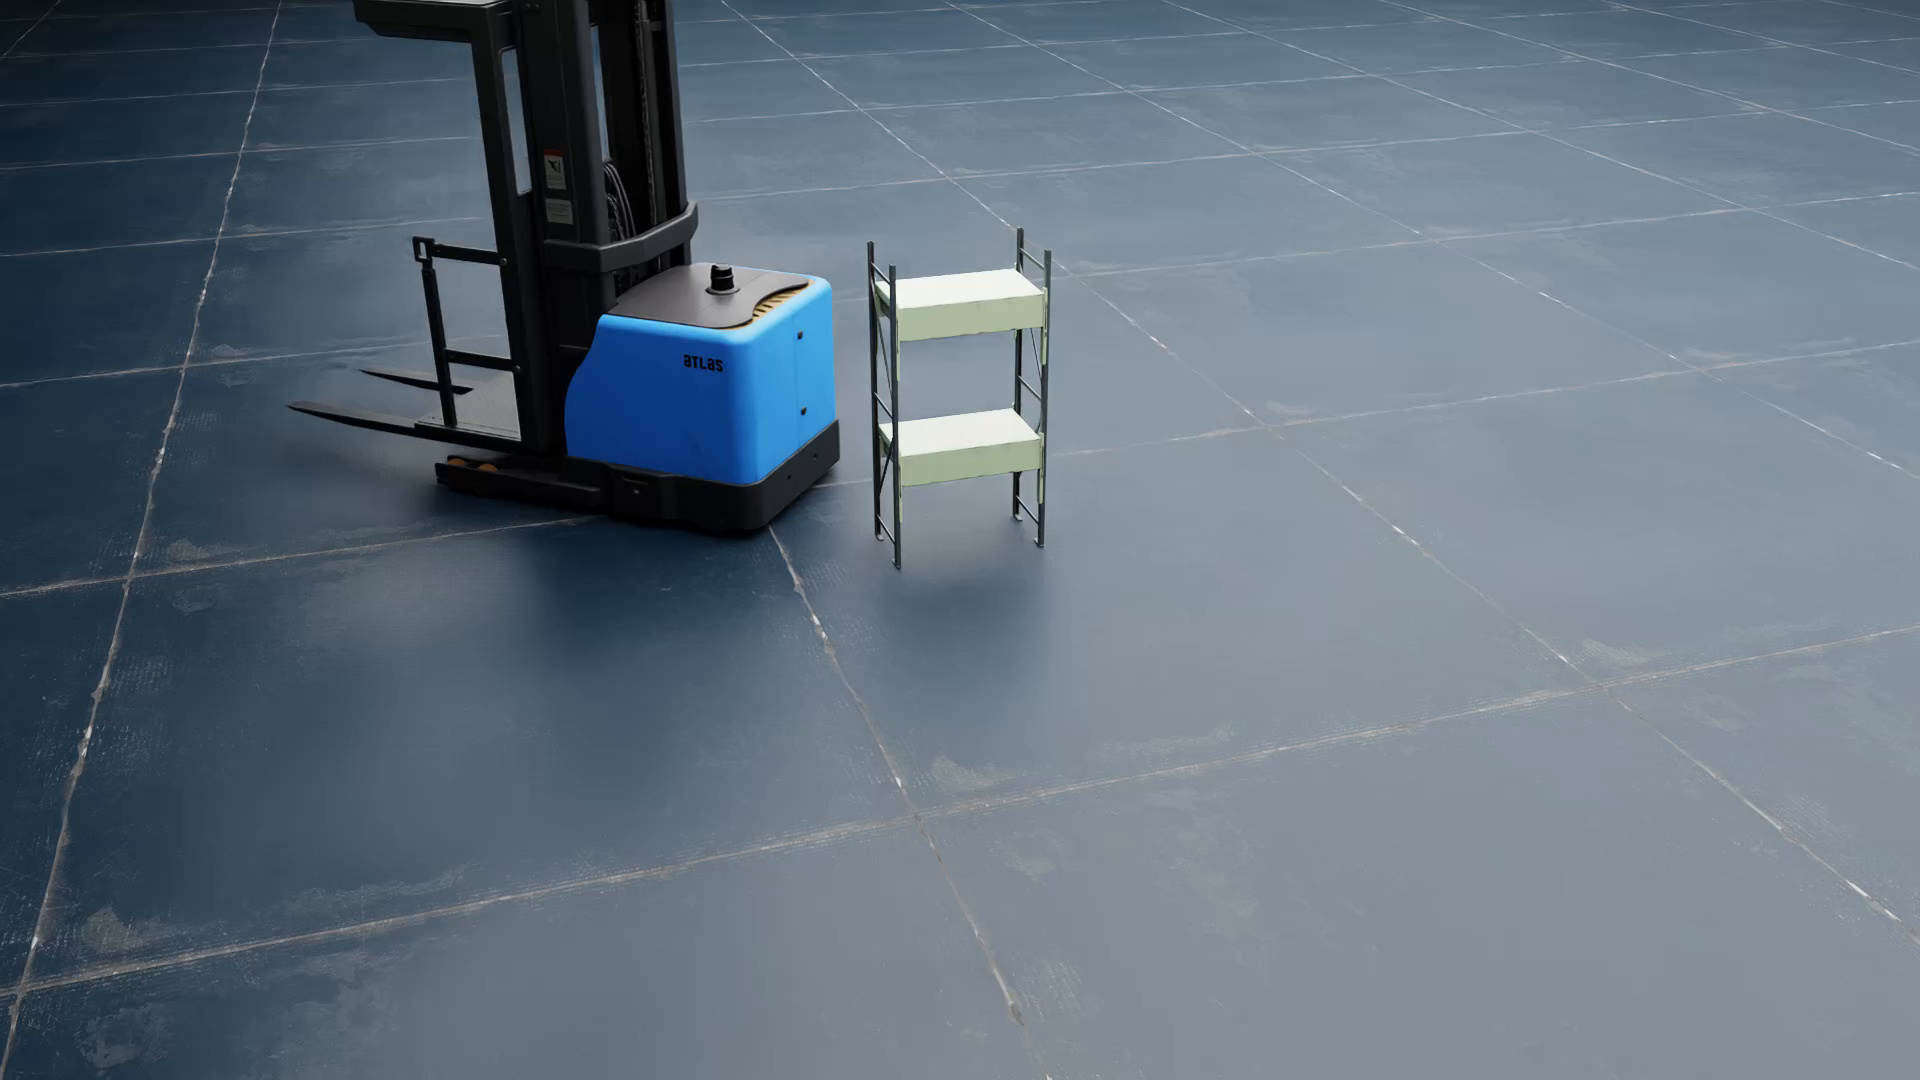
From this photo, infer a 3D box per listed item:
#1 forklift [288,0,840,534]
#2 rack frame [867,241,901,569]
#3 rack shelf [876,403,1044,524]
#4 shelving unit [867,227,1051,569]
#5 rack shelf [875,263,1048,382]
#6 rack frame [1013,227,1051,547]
[{"bbox_3d":[-2.216,-1.748,8.475,3.031,2.935,1.130,10,28,19],"label":"forklift"},{"bbox_3d":[-0.354,-0.620,7.813,0.023,1.500,0.400,-8,28,-16],"label":"rack frame"},{"bbox_3d":[-0.006,-0.379,8.060,0.720,0.370,0.431,-8,28,-16],"label":"rack shelf"},{"bbox_3d":[-0.006,-0.671,7.915,0.755,1.500,0.431,-8,28,-16],"label":"shelving unit"},{"bbox_3d":[-0.006,-1.020,7.741,0.720,0.370,0.431,-8,28,-16],"label":"rack shelf"},{"bbox_3d":[0.342,-0.721,8.016,0.023,1.500,0.400,-8,28,-16],"label":"rack frame"}]
